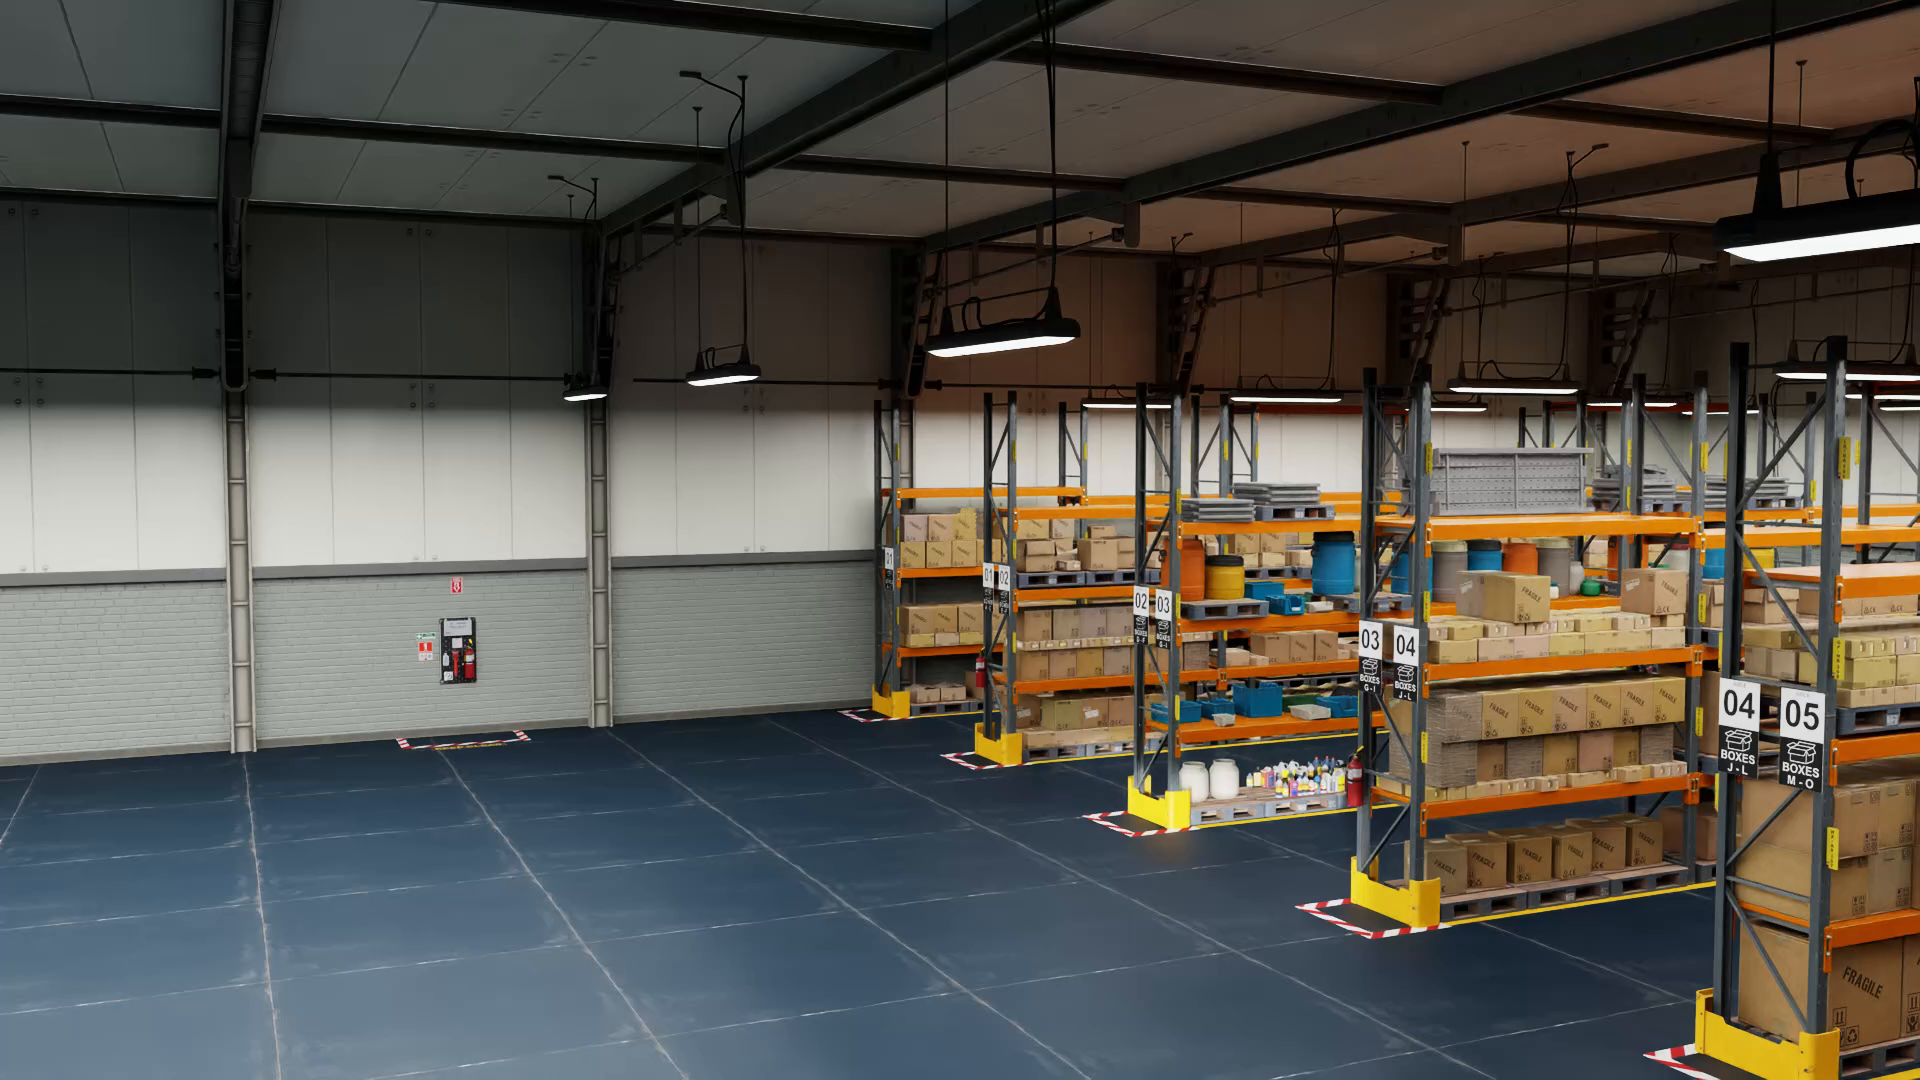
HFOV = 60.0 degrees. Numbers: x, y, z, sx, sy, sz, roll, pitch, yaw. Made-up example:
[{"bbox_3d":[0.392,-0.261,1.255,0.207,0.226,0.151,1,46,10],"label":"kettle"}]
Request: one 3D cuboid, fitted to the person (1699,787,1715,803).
[{"bbox_3d":[10.078,3.026,22.425,0.633,1.684,0.751,-1,3,-16],"label":"person"}]
